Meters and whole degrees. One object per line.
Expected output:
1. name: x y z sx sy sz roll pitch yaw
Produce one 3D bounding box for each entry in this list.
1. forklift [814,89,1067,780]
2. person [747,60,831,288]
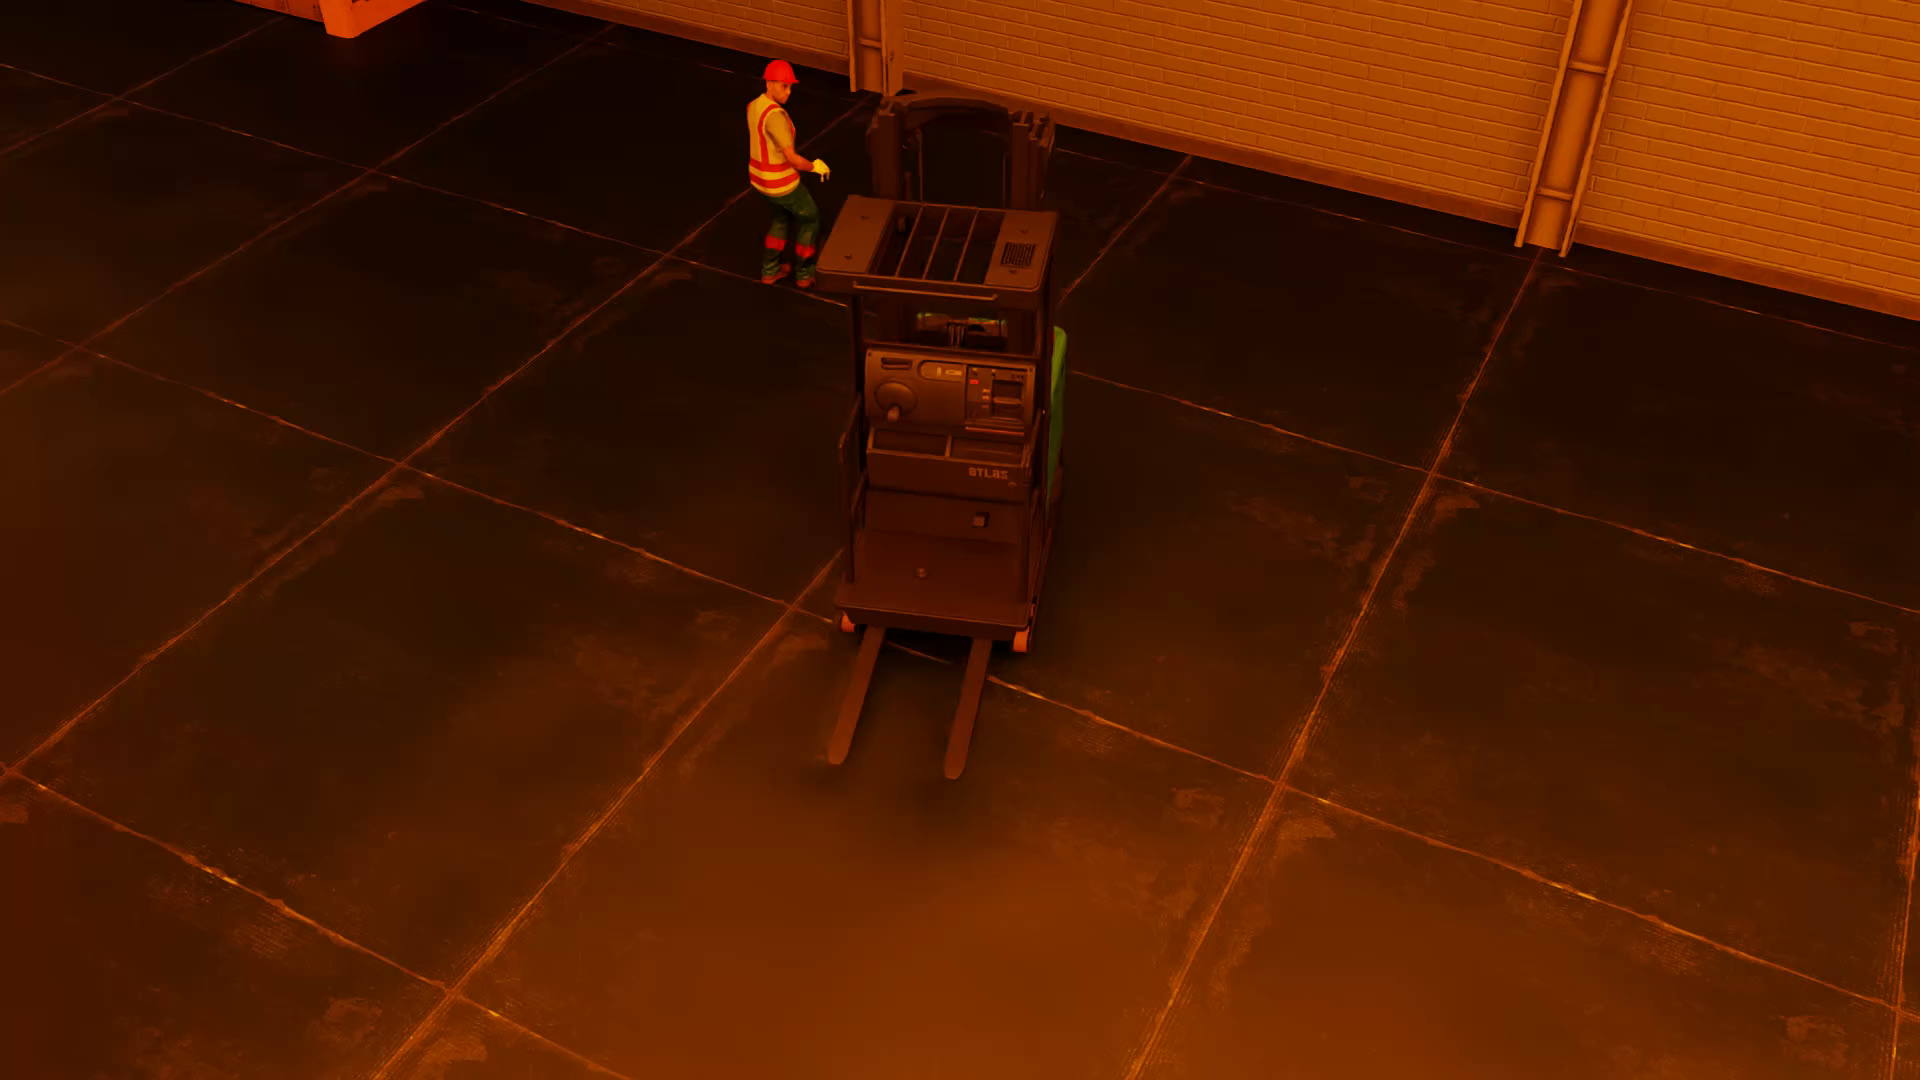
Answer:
1. forklift: -0.090 -0.729 8.852 1.130 2.935 3.031 6 41 7
2. person: -1.277 -2.640 12.073 0.520 1.728 0.763 -26 46 -27
